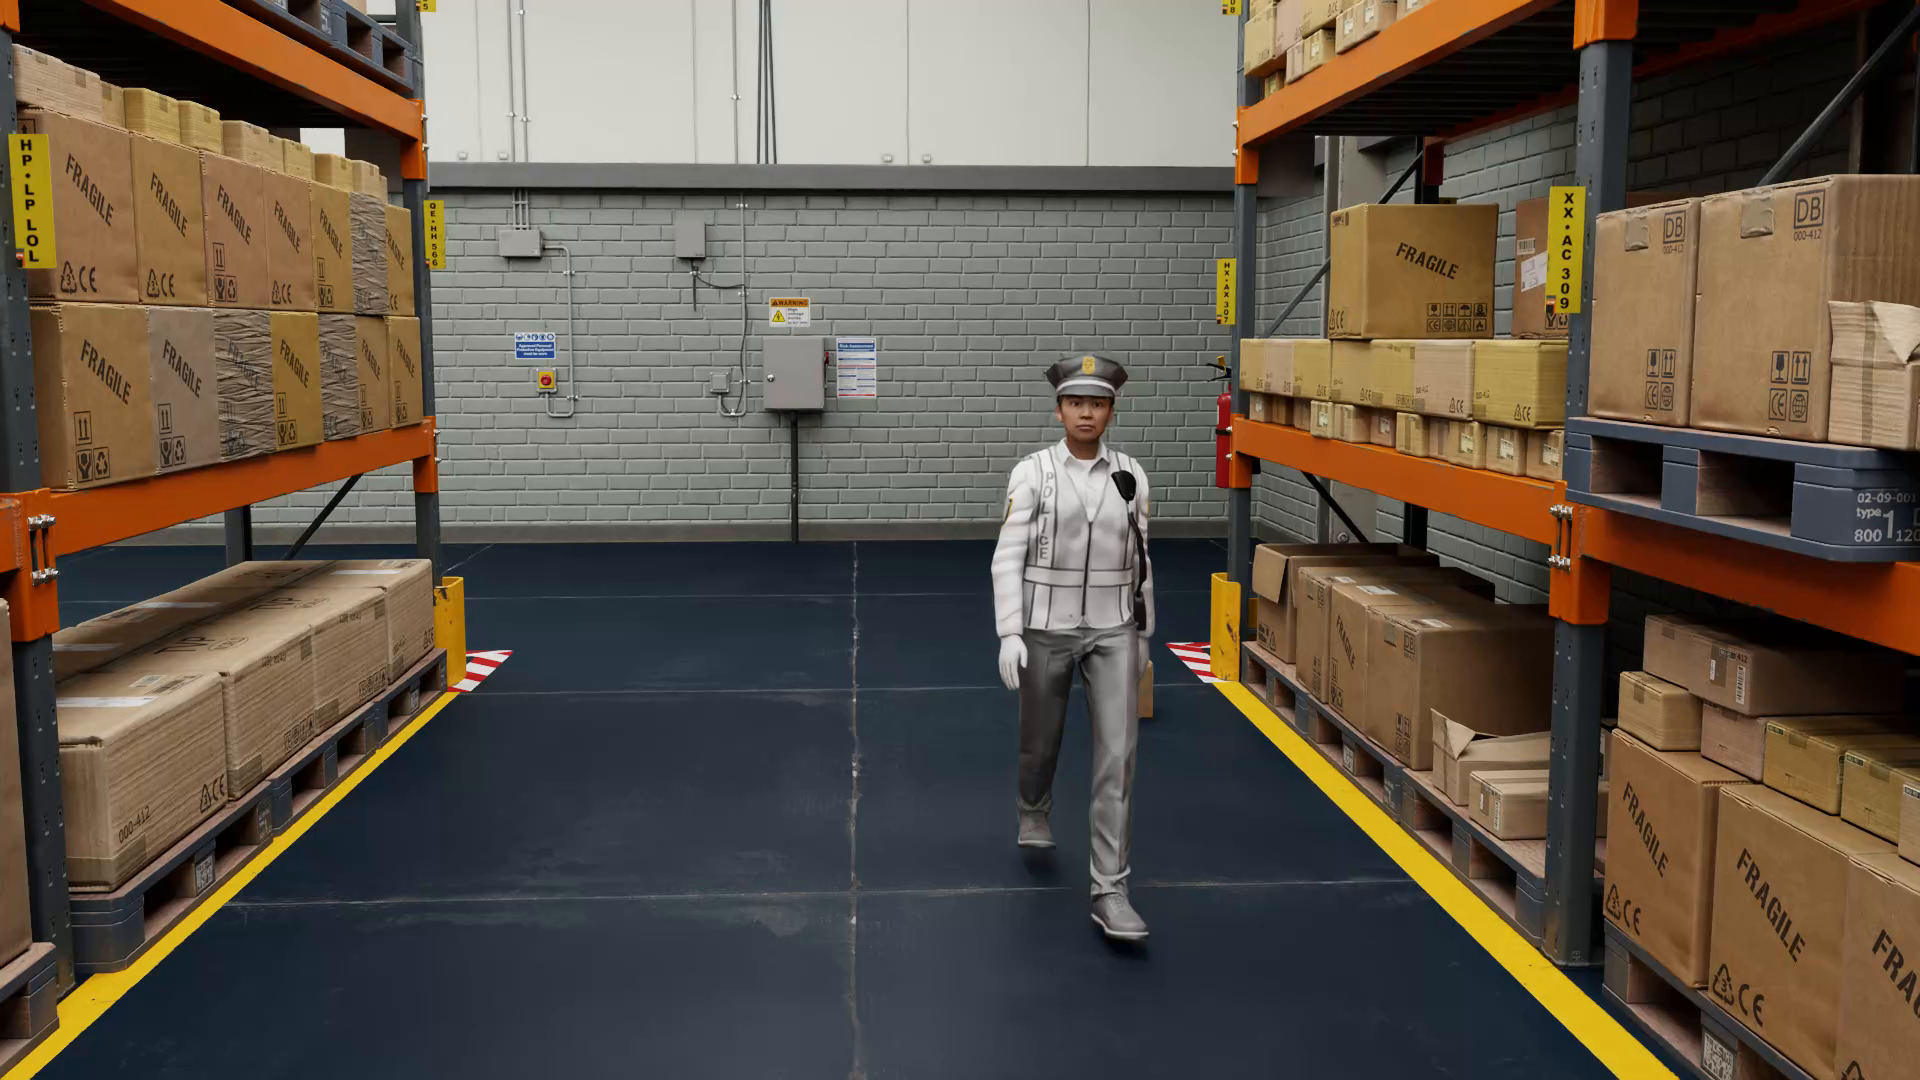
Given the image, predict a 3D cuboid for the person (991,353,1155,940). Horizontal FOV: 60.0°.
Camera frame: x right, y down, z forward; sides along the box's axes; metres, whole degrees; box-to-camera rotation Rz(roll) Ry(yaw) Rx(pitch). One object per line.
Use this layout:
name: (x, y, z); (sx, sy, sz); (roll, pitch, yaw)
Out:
person: (0.349, 0.265, 4.968); (0.515, 1.637, 1.008); (0, 7, -2)
